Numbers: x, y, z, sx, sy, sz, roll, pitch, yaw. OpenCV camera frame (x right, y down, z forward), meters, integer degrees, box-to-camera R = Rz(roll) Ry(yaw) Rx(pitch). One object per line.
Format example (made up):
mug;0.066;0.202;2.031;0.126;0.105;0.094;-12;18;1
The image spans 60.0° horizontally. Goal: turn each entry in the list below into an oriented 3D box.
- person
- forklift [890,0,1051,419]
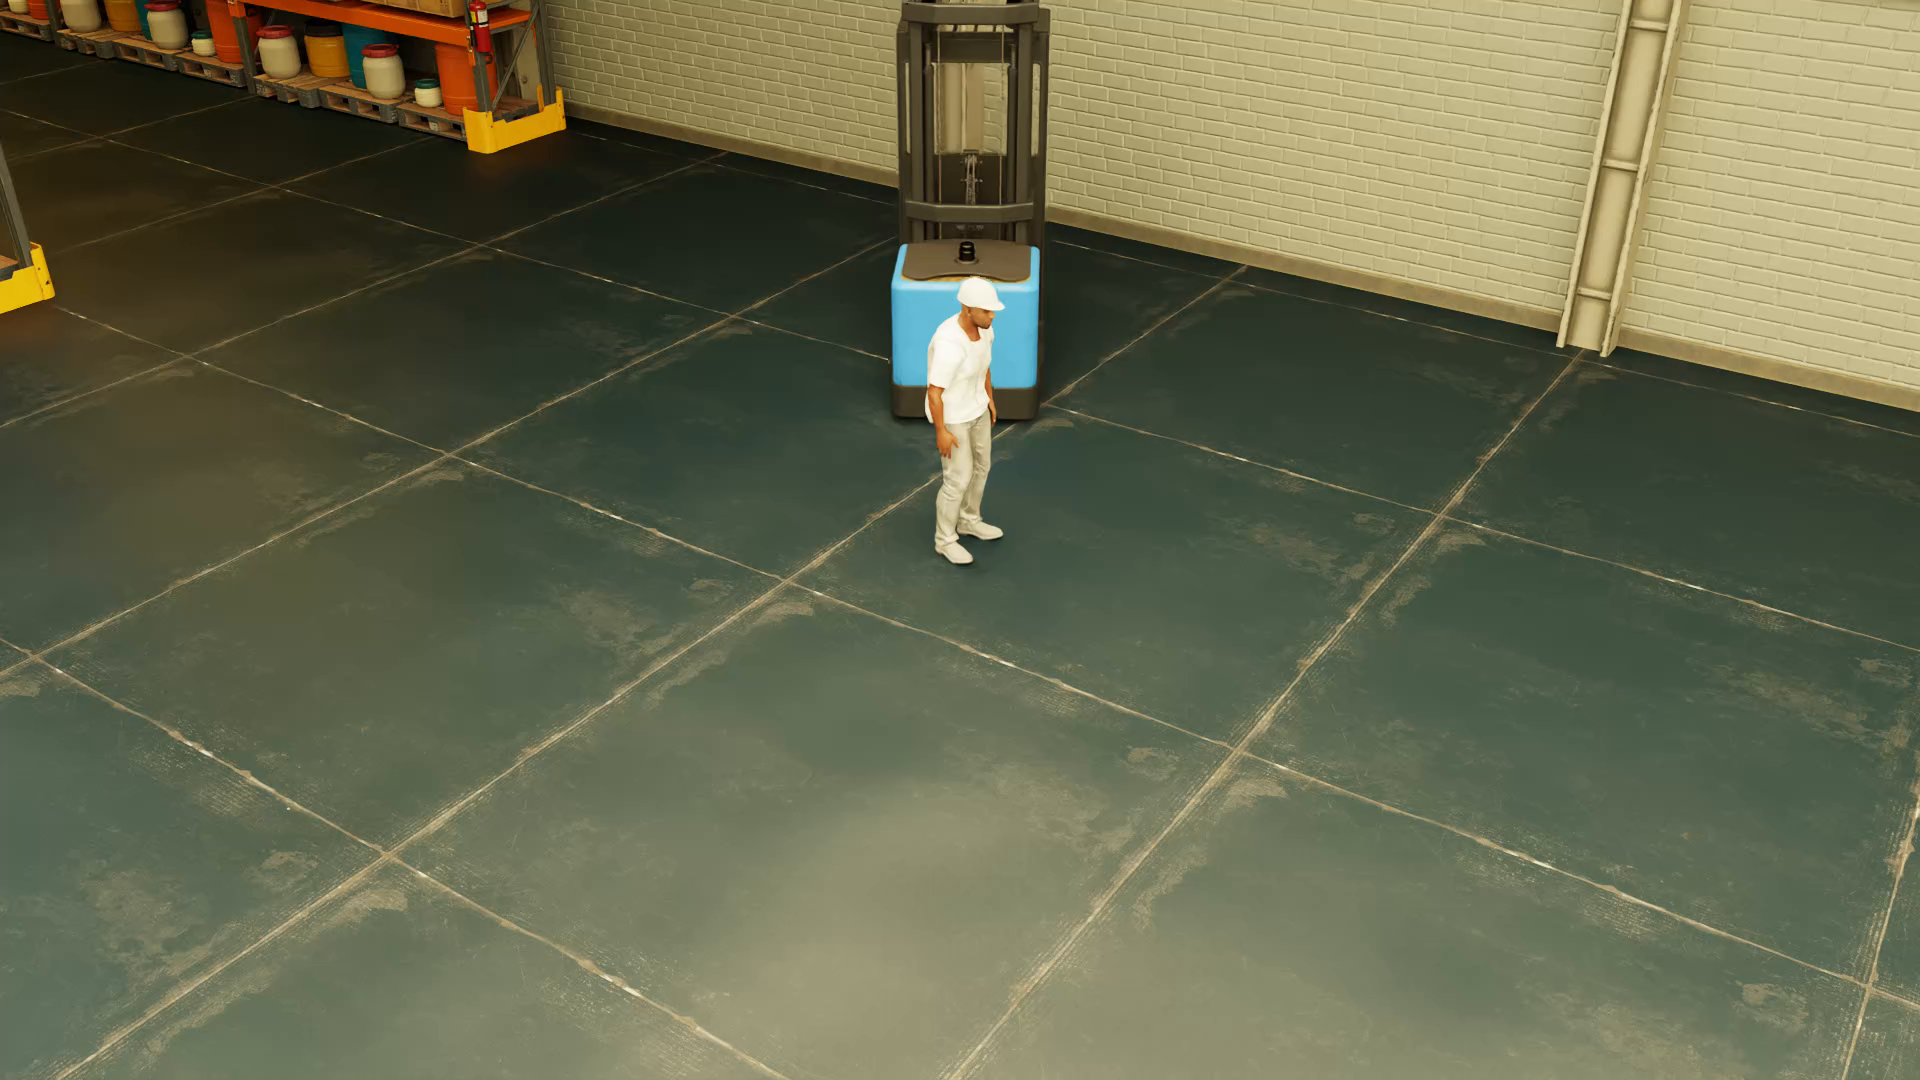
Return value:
person;0.038;-0.752;10.046;0.460;1.760;0.626;17;34;27
forklift;0.104;-2.832;12.459;1.130;2.935;3.031;1;30;2
